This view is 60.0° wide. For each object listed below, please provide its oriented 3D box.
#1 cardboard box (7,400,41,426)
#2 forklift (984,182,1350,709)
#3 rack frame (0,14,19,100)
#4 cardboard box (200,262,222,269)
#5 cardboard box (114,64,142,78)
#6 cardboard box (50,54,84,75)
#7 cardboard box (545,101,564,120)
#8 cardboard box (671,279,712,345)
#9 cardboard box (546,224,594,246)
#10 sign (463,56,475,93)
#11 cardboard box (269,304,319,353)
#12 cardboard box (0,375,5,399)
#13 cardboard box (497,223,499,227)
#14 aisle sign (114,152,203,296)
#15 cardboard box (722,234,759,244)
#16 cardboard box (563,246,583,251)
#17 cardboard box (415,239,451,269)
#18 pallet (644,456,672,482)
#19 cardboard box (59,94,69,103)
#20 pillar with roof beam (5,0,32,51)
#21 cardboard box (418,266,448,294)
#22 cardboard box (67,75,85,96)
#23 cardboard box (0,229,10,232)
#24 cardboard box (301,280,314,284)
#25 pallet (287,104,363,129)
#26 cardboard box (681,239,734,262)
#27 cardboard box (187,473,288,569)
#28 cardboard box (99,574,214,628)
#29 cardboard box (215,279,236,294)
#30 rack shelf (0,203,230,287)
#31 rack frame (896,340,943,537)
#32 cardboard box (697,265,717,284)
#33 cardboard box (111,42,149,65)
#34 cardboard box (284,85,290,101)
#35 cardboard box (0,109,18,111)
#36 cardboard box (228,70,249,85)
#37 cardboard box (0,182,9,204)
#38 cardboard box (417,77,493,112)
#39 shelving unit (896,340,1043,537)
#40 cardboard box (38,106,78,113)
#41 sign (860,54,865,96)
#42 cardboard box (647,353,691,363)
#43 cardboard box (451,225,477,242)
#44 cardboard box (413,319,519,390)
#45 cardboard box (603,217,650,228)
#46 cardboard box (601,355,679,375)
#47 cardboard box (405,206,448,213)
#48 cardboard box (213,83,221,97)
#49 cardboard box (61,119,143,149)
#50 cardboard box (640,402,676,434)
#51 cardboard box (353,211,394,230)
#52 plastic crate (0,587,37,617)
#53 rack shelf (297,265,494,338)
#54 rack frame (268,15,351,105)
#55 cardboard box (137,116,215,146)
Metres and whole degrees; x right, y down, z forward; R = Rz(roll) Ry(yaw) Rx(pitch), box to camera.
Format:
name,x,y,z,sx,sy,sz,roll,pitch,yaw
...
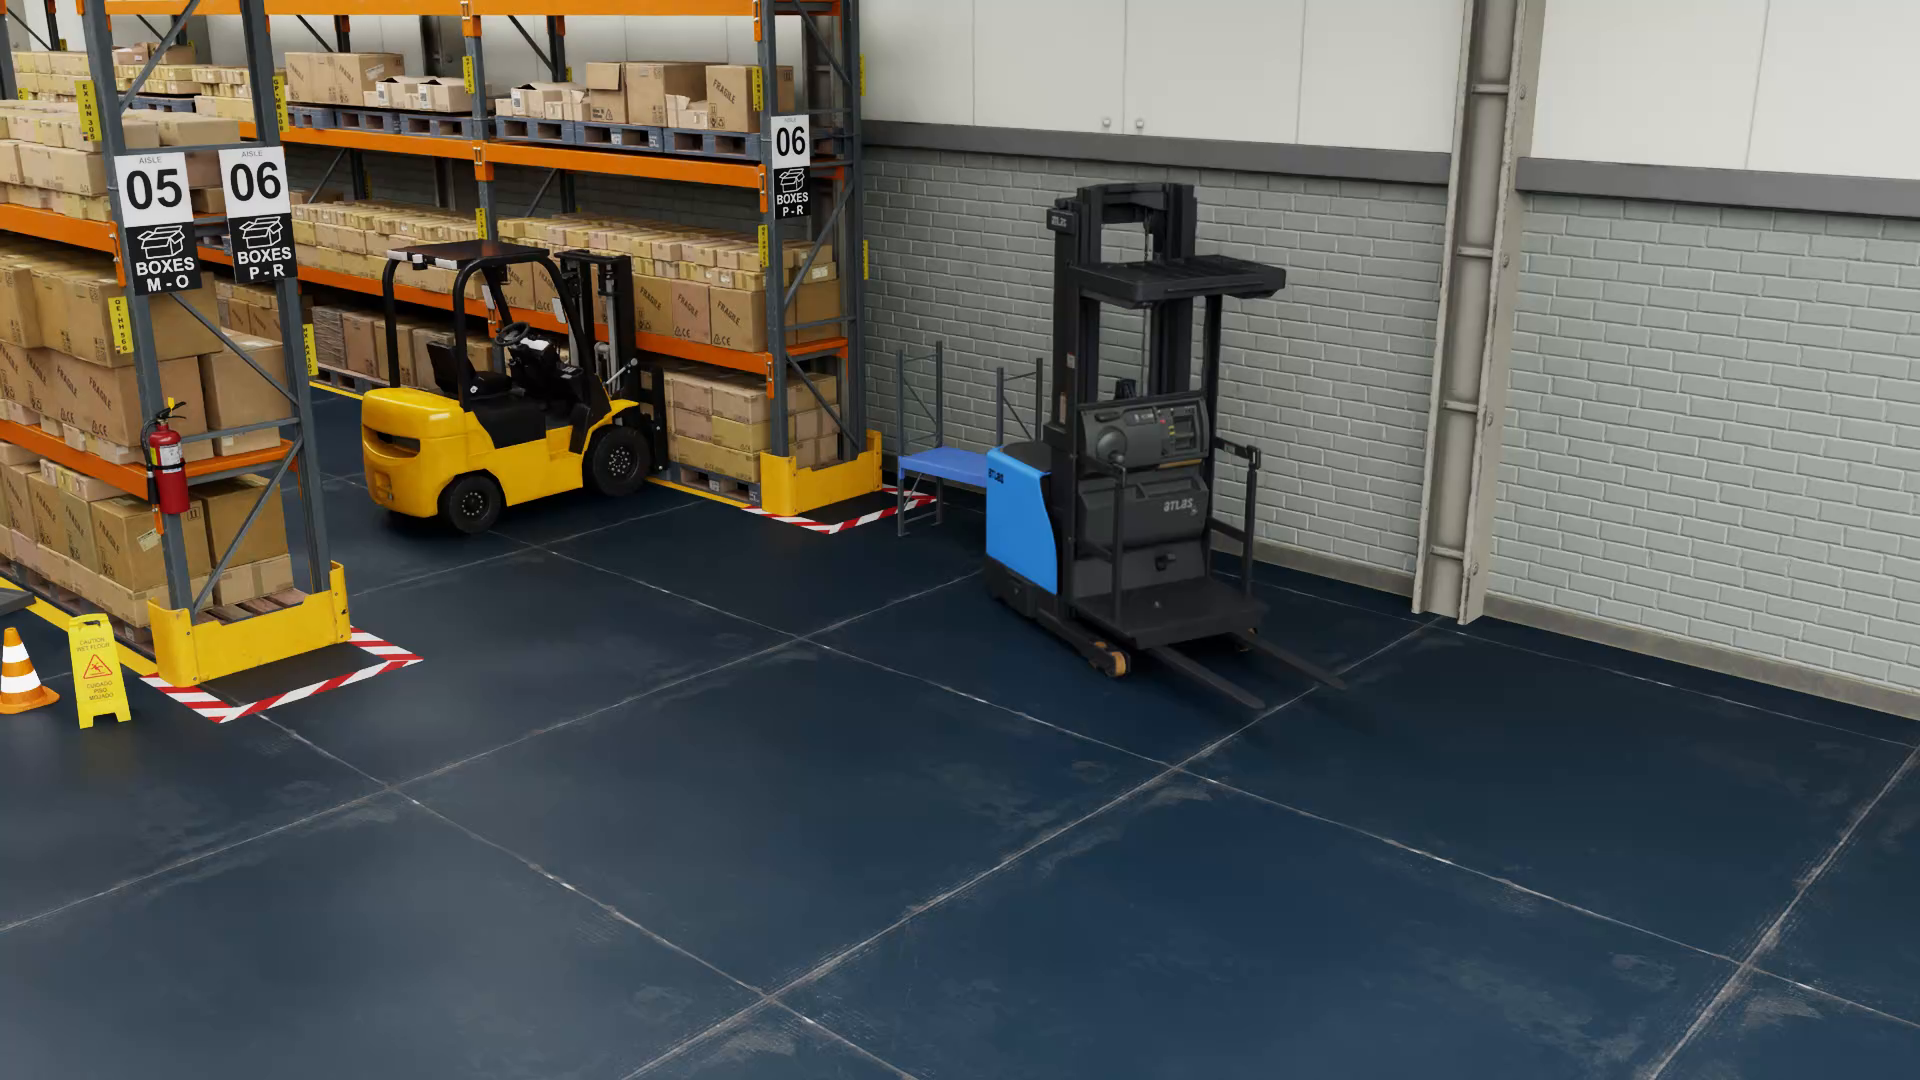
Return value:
name,x,y,z,sx,sy,sz,roll,pitch,yaw
cardboard box,-6.289,-0.907,11.427,0.250,0.149,0.380,15,23,39
forklift,1.285,-0.688,10.435,1.130,2.935,3.031,-9,20,-26
rack frame,-7.469,-4.326,11.865,0.127,3.000,1.000,15,23,39
cardboard box,-9.694,-3.505,21.564,0.250,0.149,0.380,14,22,37
cardboard box,-10.229,-5.737,20.334,0.250,0.149,0.380,16,24,41
cardboard box,-11.457,-6.185,21.612,0.500,0.250,0.500,16,23,40
cardboard box,-3.469,-3.835,14.833,0.250,0.149,0.380,16,24,41
cardboard box,-2.110,-1.980,14.227,0.500,0.500,0.500,16,24,41
cardboard box,-3.559,-2.801,15.250,0.250,0.149,0.380,16,23,40
sign,-4.530,-4.291,15.341,0.005,0.325,0.100,15,23,39
cardboard box,-7.628,-2.438,19.273,0.500,0.500,0.500,16,24,41
cardboard box,-6.567,-1.305,11.608,0.500,0.500,0.500,15,23,39
cardboard box,-4.464,-3.132,16.783,0.250,0.149,0.380,14,22,37
aisle sign,-4.624,-1.824,9.603,0.004,0.787,0.394,15,23,39
cardboard box,-1.850,-2.564,14.503,0.250,0.149,0.380,15,23,40
cardboard box,-3.375,-2.606,15.128,0.250,0.149,0.380,15,23,39
cardboard box,-5.104,-2.899,16.709,0.500,0.250,0.500,14,23,38
pallet,-2.694,-0.847,15.431,1.213,0.211,1.003,15,23,39
cardboard box,-11.556,-5.777,21.813,0.250,0.149,0.380,15,23,40
pillar with roof beam,-17.429,-7.630,22.278,0.400,9.000,9.100,15,23,39
cardboard box,-5.108,-2.660,16.783,0.500,0.250,0.500,15,23,39
cardboard box,-11.084,-5.838,21.347,0.500,0.250,0.500,14,22,37
cardboard box,-7.284,-1.995,12.128,0.500,0.500,0.700,15,23,39
cardboard box,-7.914,-3.053,20.138,0.250,0.149,0.380,14,22,37
pallet,-6.602,-4.617,18.054,1.003,0.211,1.213,16,24,42
cardboard box,-2.149,-2.465,14.192,0.250,0.149,0.380,15,23,40
cardboard box,-4.916,-0.139,11.203,0.500,0.500,0.500,14,22,37
cardboard box,-5.279,0.341,10.929,0.500,0.250,0.500,15,23,39
cardboard box,-8.830,-3.086,20.243,0.250,0.149,0.380,15,23,39
rack shelf,-5.973,-2.151,11.162,4.000,0.370,1.077,15,23,39
rack frame,-0.316,-0.800,13.152,0.032,1.500,0.500,15,23,39
cardboard box,-1.995,-2.260,14.038,0.250,0.149,0.380,16,23,40
cardboard box,-10.167,-5.954,20.334,0.258,0.266,0.396,15,23,39
cardboard box,-7.110,-4.821,17.910,0.250,0.166,0.380,15,23,39
cardboard box,-6.440,-2.770,11.019,0.250,0.149,0.380,15,23,38
cardboard box,-7.982,-5.204,18.688,0.250,0.149,0.380,14,22,37
cardboard box,-6.109,-2.280,10.793,0.250,0.149,0.380,15,23,39
cardboard box,-4.881,-4.315,16.079,0.500,0.311,0.500,14,22,38
shelving unit,0.064,-0.698,12.831,1.048,1.500,0.538,15,23,39
cardboard box,-6.072,-2.897,11.419,0.250,0.149,0.380,15,23,40
sign,-0.813,-3.795,13.577,0.005,0.325,0.100,15,23,39
cardboard box,-2.541,-1.599,15.390,0.500,0.250,0.500,14,23,38
cardboard box,-4.785,-3.013,16.409,0.250,0.149,0.380,15,23,38
cardboard box,-5.150,-1.918,17.428,0.625,0.625,0.875,15,23,39
cardboard box,-3.142,-2.947,15.709,0.250,0.149,0.380,14,23,38
cardboard box,-2.881,-1.479,15.010,0.500,0.250,0.500,14,23,38
cardboard box,-5.753,-3.503,17.952,0.250,0.149,0.380,15,23,38
cardboard box,-8.323,-5.174,19.087,0.250,0.149,0.380,15,23,40
cardboard box,-5.094,-2.415,9.900,0.250,0.149,0.380,16,23,40
cardboard box,-2.525,-1.144,14.781,0.500,0.250,0.500,14,23,38
cardboard box,-6.154,-3.362,17.510,0.250,0.149,0.380,16,23,40
plastic crate,-6.839,0.426,11.636,0.583,0.080,0.402,7,19,21
rack shelf,-5.673,-2.649,17.688,4.000,0.370,1.077,15,23,39
rack frame,-7.169,-6.253,17.937,0.127,3.000,1.000,15,23,39
cardboard box,-4.807,-2.518,10.224,0.250,0.149,0.380,15,23,39
